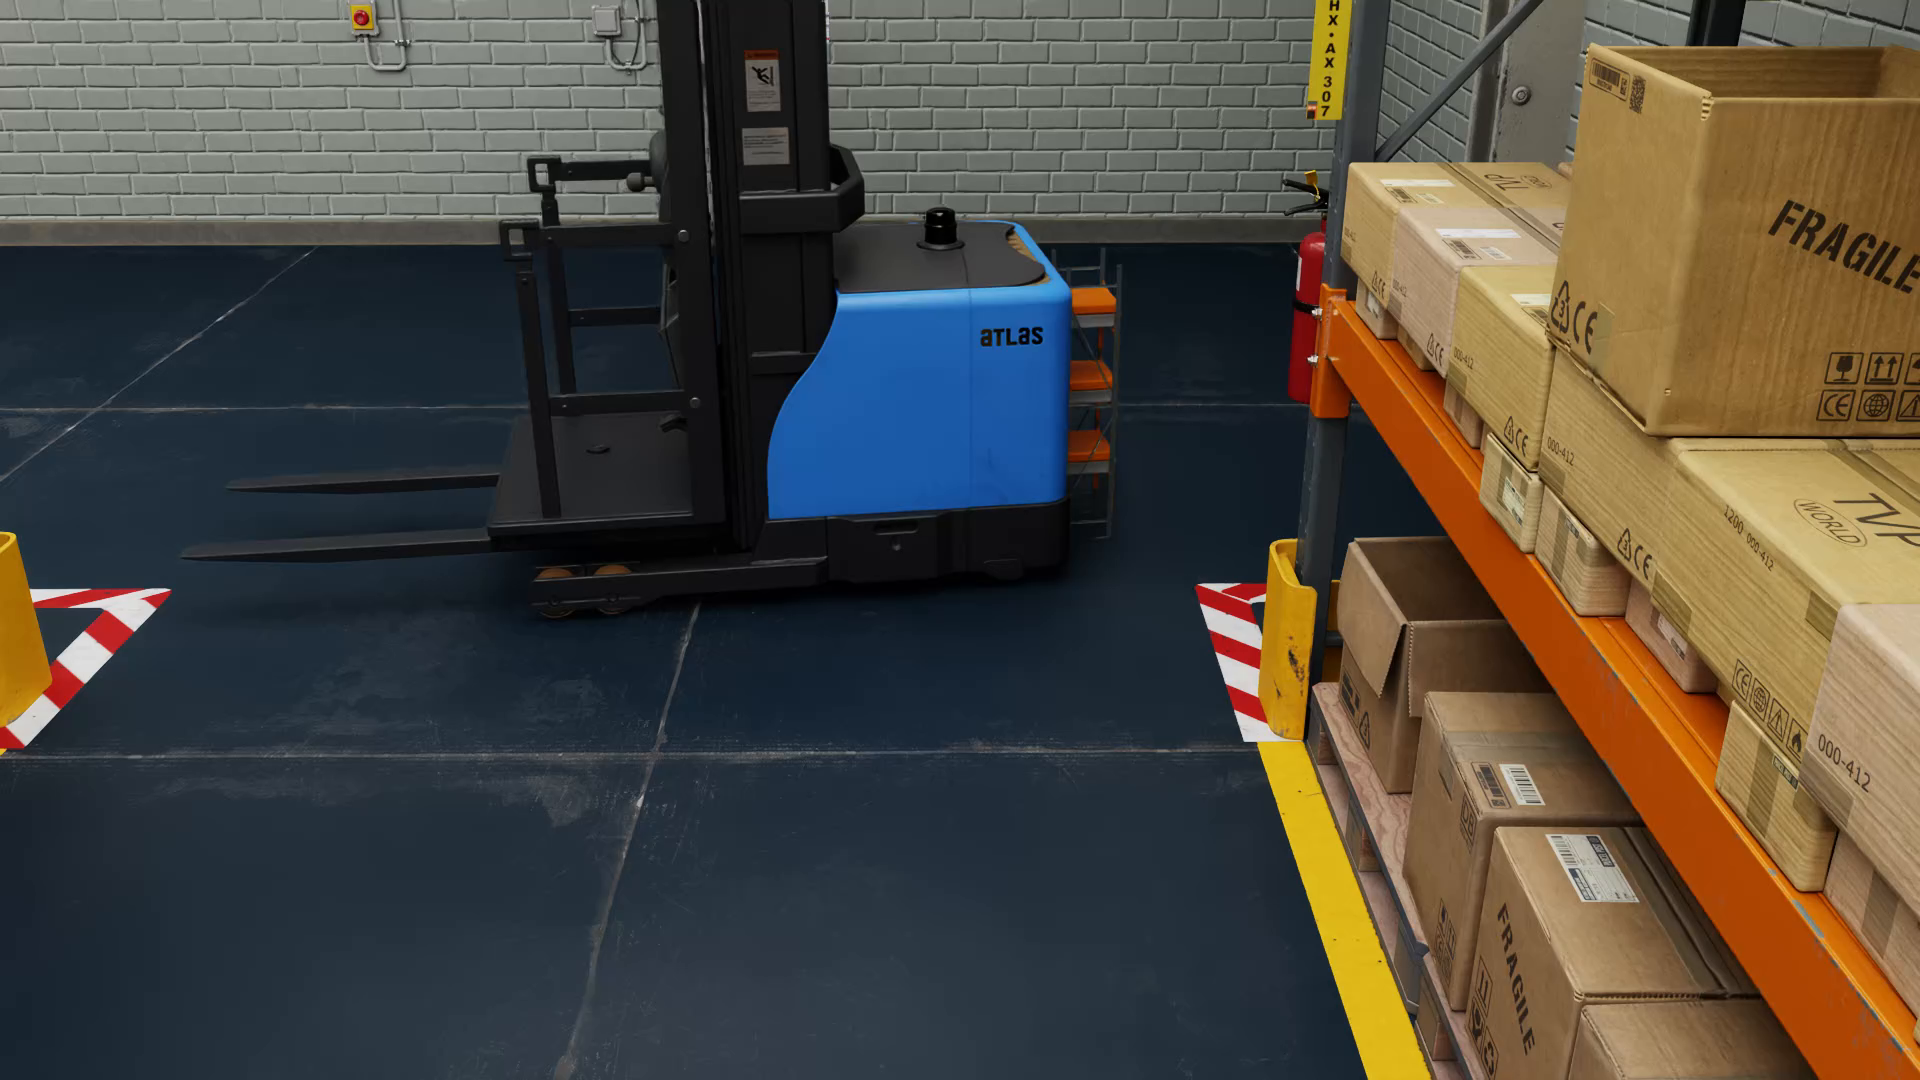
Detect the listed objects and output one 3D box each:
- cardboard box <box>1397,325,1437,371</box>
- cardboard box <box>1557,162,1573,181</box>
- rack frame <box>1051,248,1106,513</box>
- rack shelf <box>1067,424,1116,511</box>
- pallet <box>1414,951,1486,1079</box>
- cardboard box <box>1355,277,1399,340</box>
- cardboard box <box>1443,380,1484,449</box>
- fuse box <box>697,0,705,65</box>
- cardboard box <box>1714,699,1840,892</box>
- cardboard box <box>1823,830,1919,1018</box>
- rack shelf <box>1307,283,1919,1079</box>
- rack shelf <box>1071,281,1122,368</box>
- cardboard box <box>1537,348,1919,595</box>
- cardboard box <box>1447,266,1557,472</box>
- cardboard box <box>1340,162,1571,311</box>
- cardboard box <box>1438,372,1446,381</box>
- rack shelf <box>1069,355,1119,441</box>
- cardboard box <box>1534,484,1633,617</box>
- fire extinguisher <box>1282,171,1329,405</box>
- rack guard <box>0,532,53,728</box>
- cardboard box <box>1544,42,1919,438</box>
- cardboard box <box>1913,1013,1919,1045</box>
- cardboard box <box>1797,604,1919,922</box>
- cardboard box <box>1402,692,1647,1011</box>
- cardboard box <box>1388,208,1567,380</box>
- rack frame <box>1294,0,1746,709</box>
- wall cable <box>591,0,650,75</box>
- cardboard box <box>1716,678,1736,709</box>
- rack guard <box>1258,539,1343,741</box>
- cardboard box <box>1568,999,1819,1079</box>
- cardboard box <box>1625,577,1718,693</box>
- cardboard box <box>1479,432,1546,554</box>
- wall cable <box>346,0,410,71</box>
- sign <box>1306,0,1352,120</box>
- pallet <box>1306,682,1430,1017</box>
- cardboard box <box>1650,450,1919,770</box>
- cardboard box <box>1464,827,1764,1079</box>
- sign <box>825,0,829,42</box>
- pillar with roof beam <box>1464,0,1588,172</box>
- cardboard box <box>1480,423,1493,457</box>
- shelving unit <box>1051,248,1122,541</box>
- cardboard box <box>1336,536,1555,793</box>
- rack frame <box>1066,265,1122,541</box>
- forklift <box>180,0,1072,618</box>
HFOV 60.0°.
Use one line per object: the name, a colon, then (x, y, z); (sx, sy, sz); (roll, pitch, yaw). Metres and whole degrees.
cardboard box: (1.294, -0.521, 4.067); (0.380, 0.149, 0.250); (0, 24, 1)
cardboard box: (1.786, -0.756, 4.102); (0.500, 0.250, 0.500); (0, 24, 1)
rack frame: (0.431, -0.579, 6.257); (0.200, 1.050, 0.008); (-4, 25, -8)
rack shelf: (0.451, -0.267, 6.266); (0.215, 0.259, 0.240); (-4, 25, -8)
pallet: (1.536, 1.255, 3.219); (1.003, 0.211, 1.213); (0, 24, -1)
cardboard box: (1.244, -0.626, 4.298); (0.380, 0.149, 0.250); (0, 24, -1)
cardboard box: (1.273, -0.309, 3.597); (0.380, 0.149, 0.250); (0, 24, 1)
fuse box: (-1.431, -2.539, 9.787); (0.539, 1.711, 0.414); (0, 24, -1)
cardboard box: (1.245, 0.328, 2.189); (0.380, 0.149, 0.250); (-1, 24, -1)
cardboard box: (1.276, 0.433, 1.957); (0.380, 0.149, 0.250); (0, 24, 1)
rack shelf: (1.537, 0.275, 2.875); (1.077, 0.370, 4.000); (0, 24, -1)
rack shelf: (0.451, -0.779, 6.035); (0.215, 0.259, 0.240); (-4, 25, -8)
cardboard box: (1.292, -0.129, 2.715); (0.500, 0.250, 0.500); (-1, 24, -2)
cardboard box: (1.265, -0.339, 3.181); (0.500, 0.250, 0.500); (-1, 24, -2)
cardboard box: (1.251, -0.756, 4.102); (0.500, 0.250, 0.500); (0, 24, 0)
cardboard box: (1.331, -0.413, 3.828); (0.380, 0.149, 0.250); (-1, 24, -1)
rack shelf: (0.451, -0.520, 6.152); (0.215, 0.259, 0.240); (-4, 25, -8)
cardboard box: (1.232, 0.014, 2.884); (0.380, 0.149, 0.250); (0, 24, 1)
fire extinguisher: (1.051, -0.730, 4.771); (0.296, 0.674, 0.183); (0, 24, -1)
rack guard: (-3.448, 0.276, 5.033); (1.175, 0.500, 0.348); (0, 24, -1)
cardboard box: (1.267, -0.479, 2.581); (0.500, 0.500, 0.500); (0, 24, 1)
cardboard box: (1.251, 0.541, 1.718); (0.380, 0.149, 0.250); (0, 24, 1)
cardboard box: (1.289, 0.289, 1.792); (0.500, 0.250, 0.500); (0, 24, 0)
cardboard box: (1.398, 0.676, 3.640); (0.700, 0.500, 0.500); (1, 24, 2)
cardboard box: (1.256, -0.548, 3.643); (0.500, 0.250, 0.500); (0, 24, 0)
rack frame: (1.515, -0.877, 4.549); (1.000, 3.000, 0.127); (0, 24, -1)
wall cable: (-2.115, -3.650, 9.448); (0.588, 1.984, 0.122); (0, 24, -1)
cardboard box: (1.354, 0.221, 2.426); (0.380, 0.149, 0.250); (0, 24, 0)
rack guard: (1.516, 0.293, 4.995); (1.175, 0.500, 0.348); (0, 24, -1)
cardboard box: (1.409, 1.103, 2.694); (0.700, 0.500, 0.500); (-1, 24, -3)
cardboard box: (1.304, 0.120, 2.650); (0.380, 0.149, 0.250); (0, 24, -1)
cardboard box: (1.209, -0.095, 3.124); (0.380, 0.149, 0.250); (-1, 24, -2)
wall cable: (-3.533, -3.654, 9.417); (0.585, 1.953, 0.123); (0, 24, -1)
sign: (0.973, -1.269, 4.365); (0.100, 0.325, 0.005); (0, 24, -1)
pallet: (1.526, 0.754, 4.328); (1.003, 0.211, 1.213); (0, 24, -1)
cardboard box: (1.297, 0.084, 2.246); (0.500, 0.250, 0.500); (0, 24, -1)
cardboard box: (1.303, 0.894, 3.157); (0.500, 0.500, 0.500); (0, 24, 0)
sign: (-0.939, -3.170, 9.734); (0.329, 0.494, 0.001); (0, 24, -1)
pillar with roof beam: (-1.918, -4.706, 5.735); (9.100, 9.000, 0.400); (0, 24, -1)
cardboard box: (1.281, -0.199, 3.355); (0.380, 0.149, 0.250); (0, 24, 0)
shelving unit: (0.451, -0.530, 6.147); (0.215, 1.050, 0.252); (-4, 25, -8)
cardboard box: (1.427, 0.322, 4.418); (0.797, 0.503, 0.637); (-1, 24, -3)
rack frame: (0.471, -0.480, 6.038); (0.200, 1.050, 0.008); (-4, 25, -8)
forklift: (-1.172, -1.303, 5.573); (3.031, 2.935, 1.130); (-4, 25, -8)
